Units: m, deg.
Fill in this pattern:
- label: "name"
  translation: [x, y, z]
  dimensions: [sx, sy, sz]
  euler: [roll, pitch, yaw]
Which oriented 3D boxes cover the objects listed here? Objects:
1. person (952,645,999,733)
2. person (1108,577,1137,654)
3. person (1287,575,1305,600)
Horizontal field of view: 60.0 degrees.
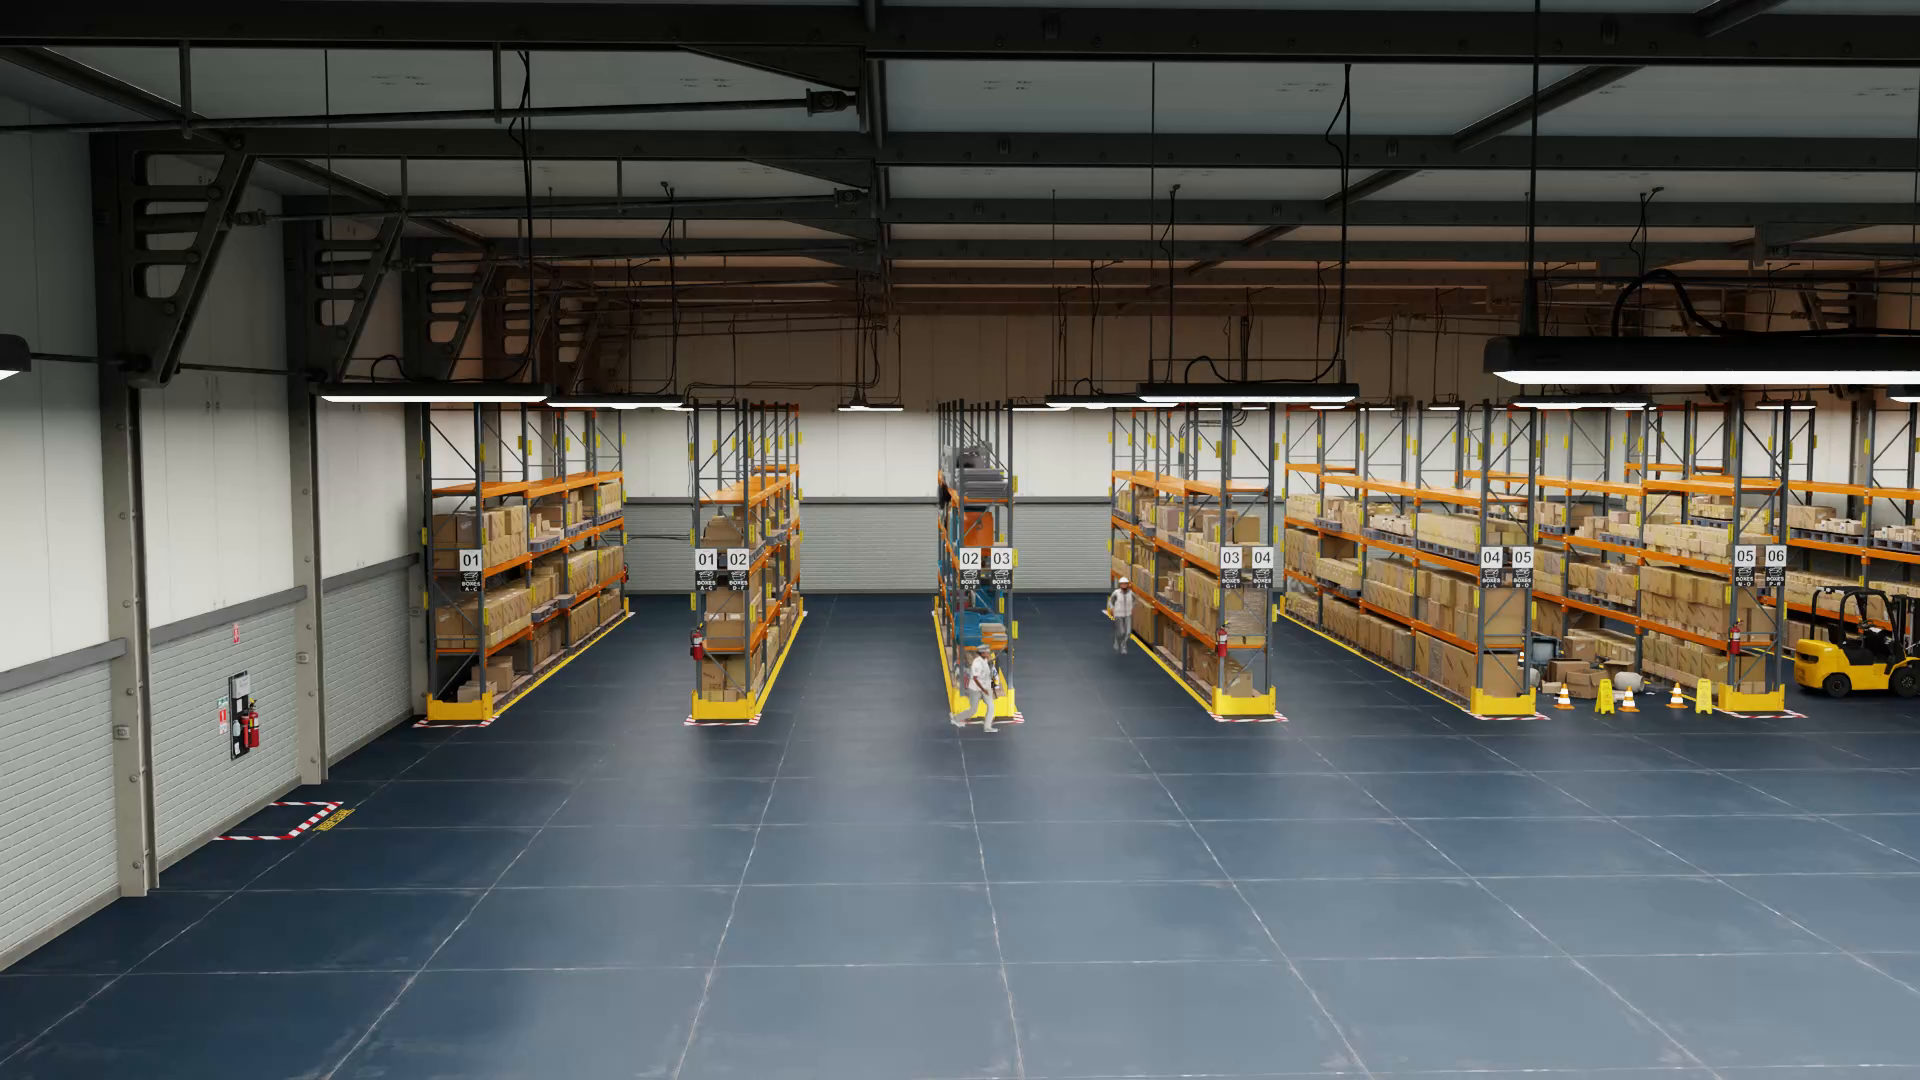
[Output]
- label: "person"
  translation: [0.273, 2.664, 29.890]
  dimensions: [0.839, 1.590, 0.482]
  euler: [3, 5, 36]
- label: "person"
  translation: [3.718, 1.709, 37.899]
  dimensions: [0.667, 1.733, 0.553]
  euler: [-1, 4, -15]
- label: "person"
  translation: [10.074, 1.042, 49.930]
  dimensions: [0.676, 1.846, 0.865]
  euler: [4, 6, 42]
